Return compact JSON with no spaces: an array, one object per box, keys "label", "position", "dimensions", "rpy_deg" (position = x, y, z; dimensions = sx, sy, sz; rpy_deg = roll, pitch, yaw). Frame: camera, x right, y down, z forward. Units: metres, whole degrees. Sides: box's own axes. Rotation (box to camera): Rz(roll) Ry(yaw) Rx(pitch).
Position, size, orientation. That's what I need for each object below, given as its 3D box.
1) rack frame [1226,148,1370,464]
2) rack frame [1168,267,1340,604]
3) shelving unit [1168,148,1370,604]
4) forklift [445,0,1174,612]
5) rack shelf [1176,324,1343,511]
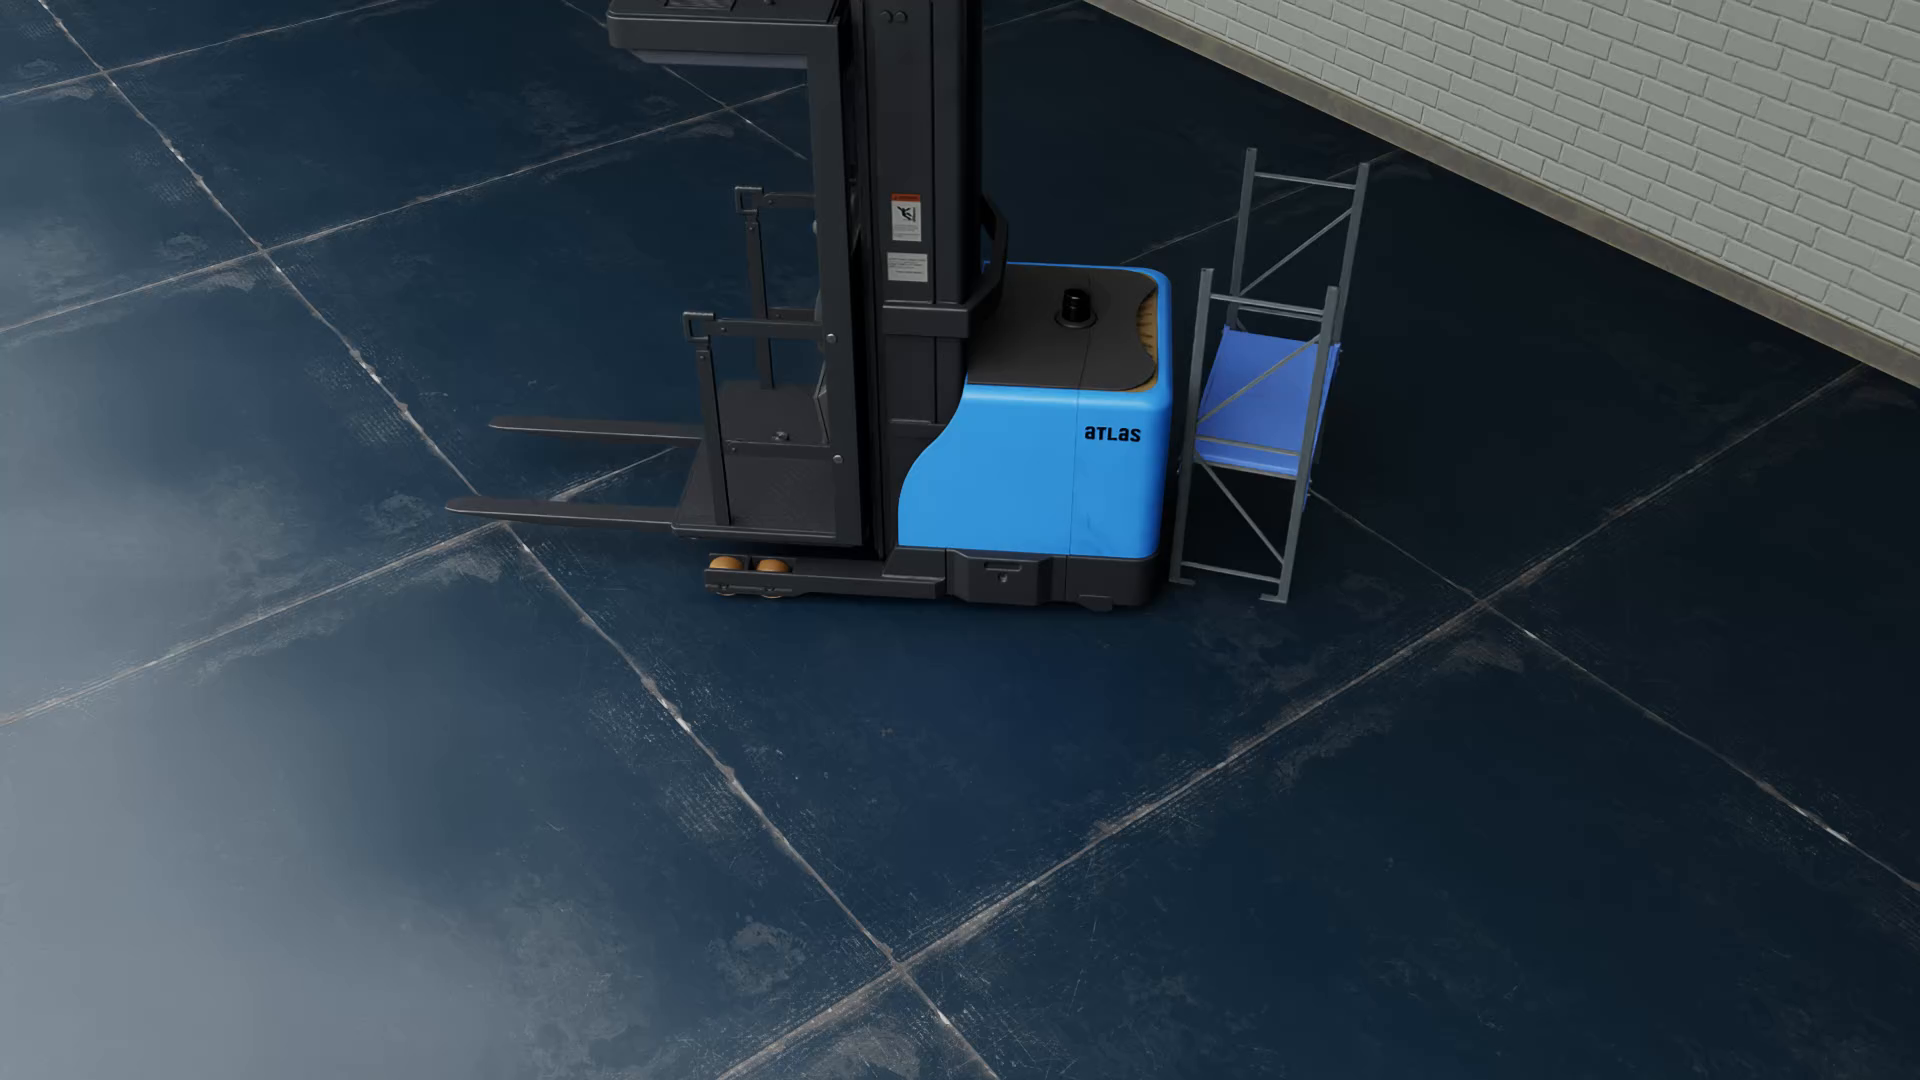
[{"label":"rack frame","position":[1.422,-0.984,7.267],"dimensions":[0.500,1.500,0.032],"rpy_deg":[11,41,13]},{"label":"rack frame","position":[1.126,-0.367,6.515],"dimensions":[0.500,1.500,0.032],"rpy_deg":[11,41,13]},{"label":"shelving unit","position":[1.274,-0.676,6.891],"dimensions":[0.538,1.500,1.048],"rpy_deg":[11,41,13]},{"label":"forklift","position":[-0.653,-1.219,6.425],"dimensions":[3.031,2.935,1.130],"rpy_deg":[3,39,4]},{"label":"rack shelf","position":[1.274,-0.537,7.005],"dimensions":[0.538,0.185,1.000],"rpy_deg":[11,41,13]}]
